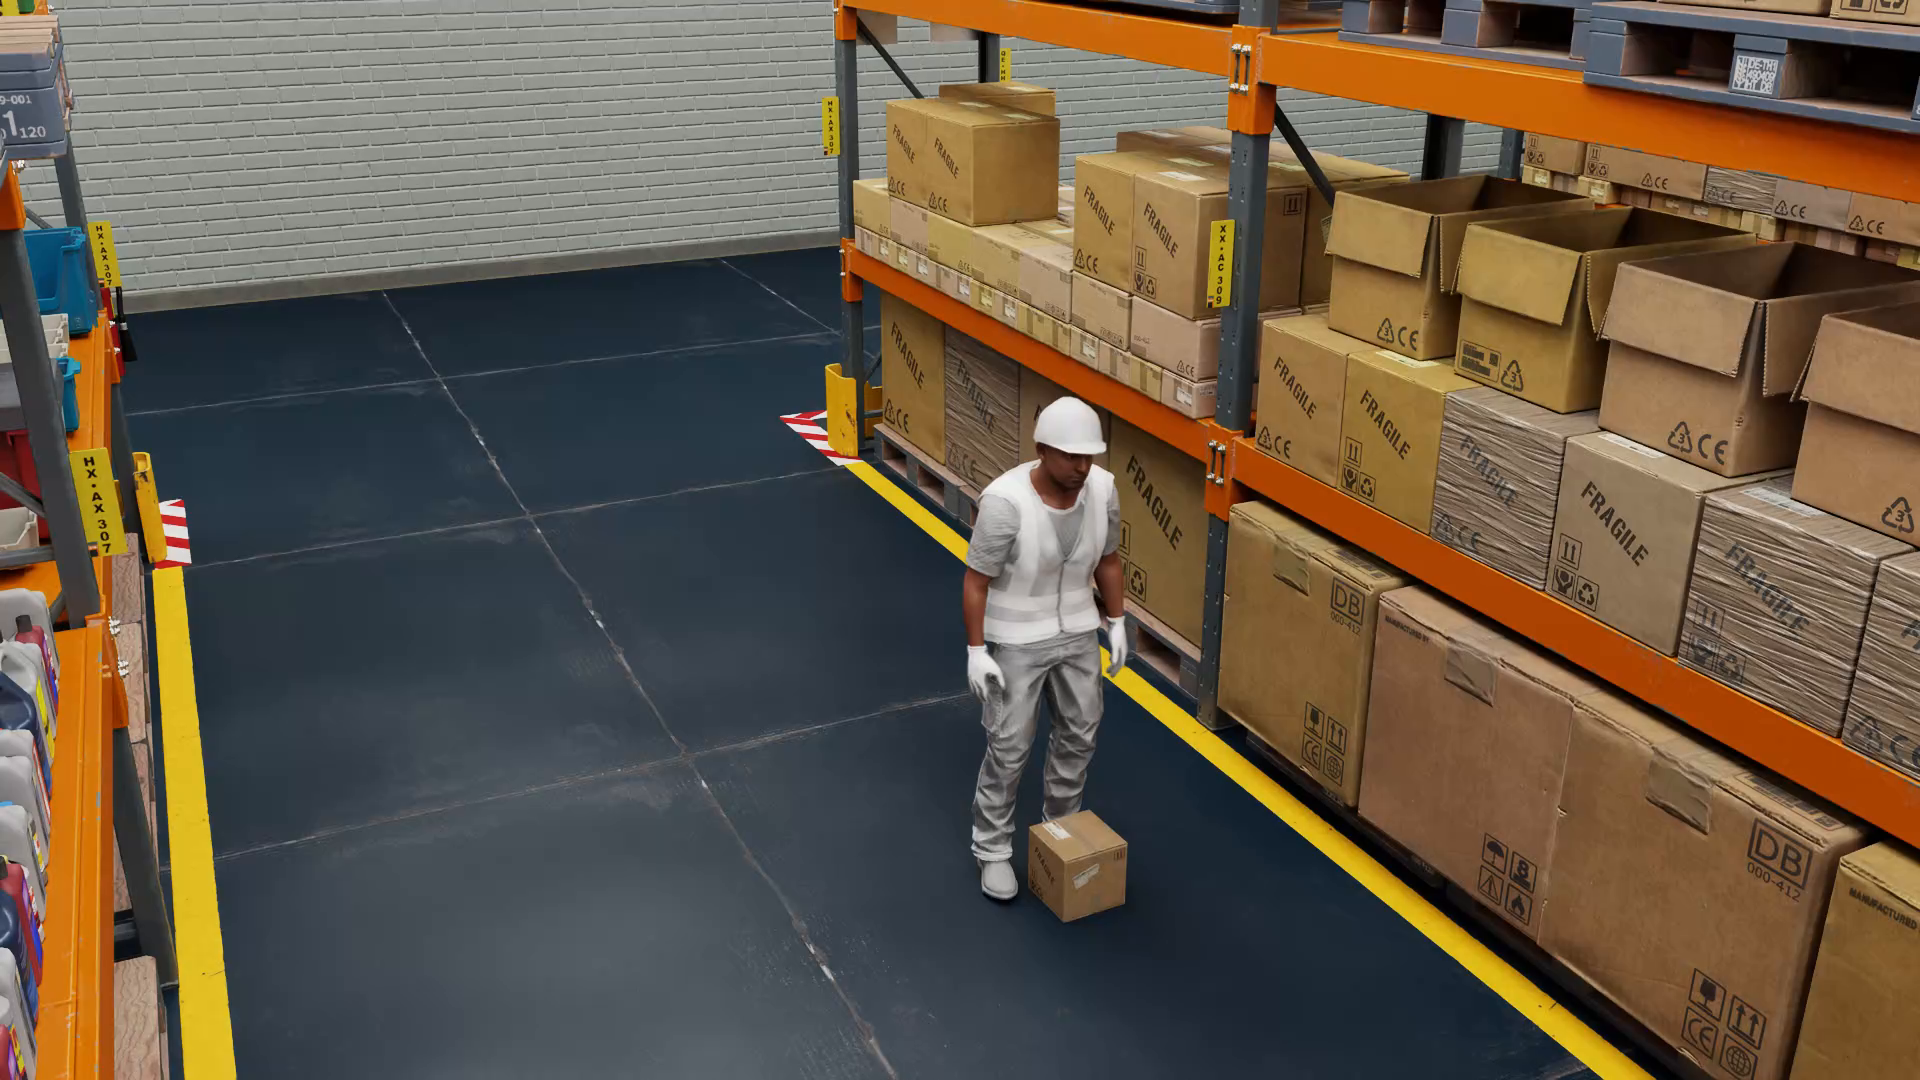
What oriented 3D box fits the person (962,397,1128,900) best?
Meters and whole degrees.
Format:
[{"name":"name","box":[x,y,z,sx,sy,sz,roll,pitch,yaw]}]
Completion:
[{"name":"person","box":[0.300,0.354,5.695,0.624,1.774,0.454,-11,24,-24]}]
